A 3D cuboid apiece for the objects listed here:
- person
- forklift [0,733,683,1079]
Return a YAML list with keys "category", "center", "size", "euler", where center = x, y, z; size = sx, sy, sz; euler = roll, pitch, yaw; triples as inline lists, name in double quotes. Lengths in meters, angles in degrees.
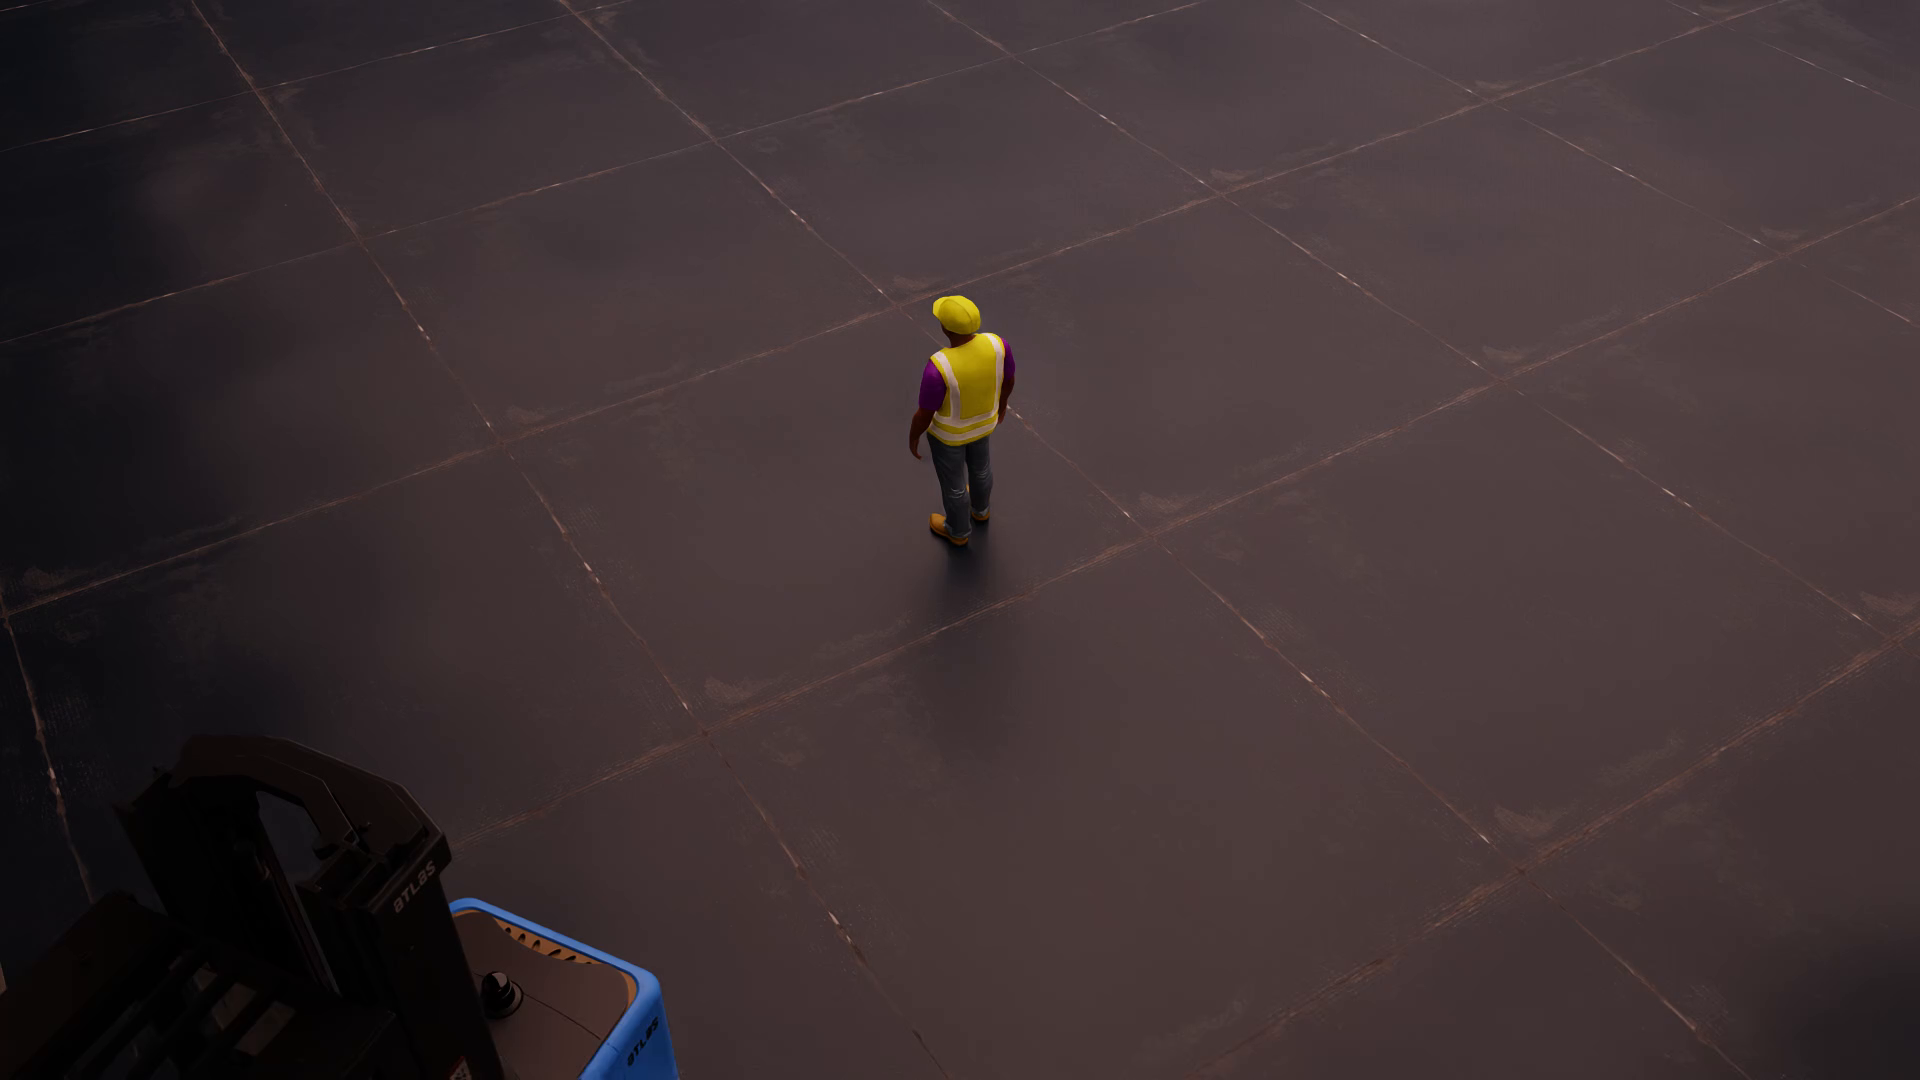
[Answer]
- category: "person"
  center: [-0.033, -0.709, 9.561]
  size: [0.665, 1.761, 0.575]
  euler: [-23, 46, -24]
- category: "forklift"
  center: [-2.236, 2.164, 5.395]
  size: [1.130, 2.935, 3.031]
  euler: [17, 44, 18]
